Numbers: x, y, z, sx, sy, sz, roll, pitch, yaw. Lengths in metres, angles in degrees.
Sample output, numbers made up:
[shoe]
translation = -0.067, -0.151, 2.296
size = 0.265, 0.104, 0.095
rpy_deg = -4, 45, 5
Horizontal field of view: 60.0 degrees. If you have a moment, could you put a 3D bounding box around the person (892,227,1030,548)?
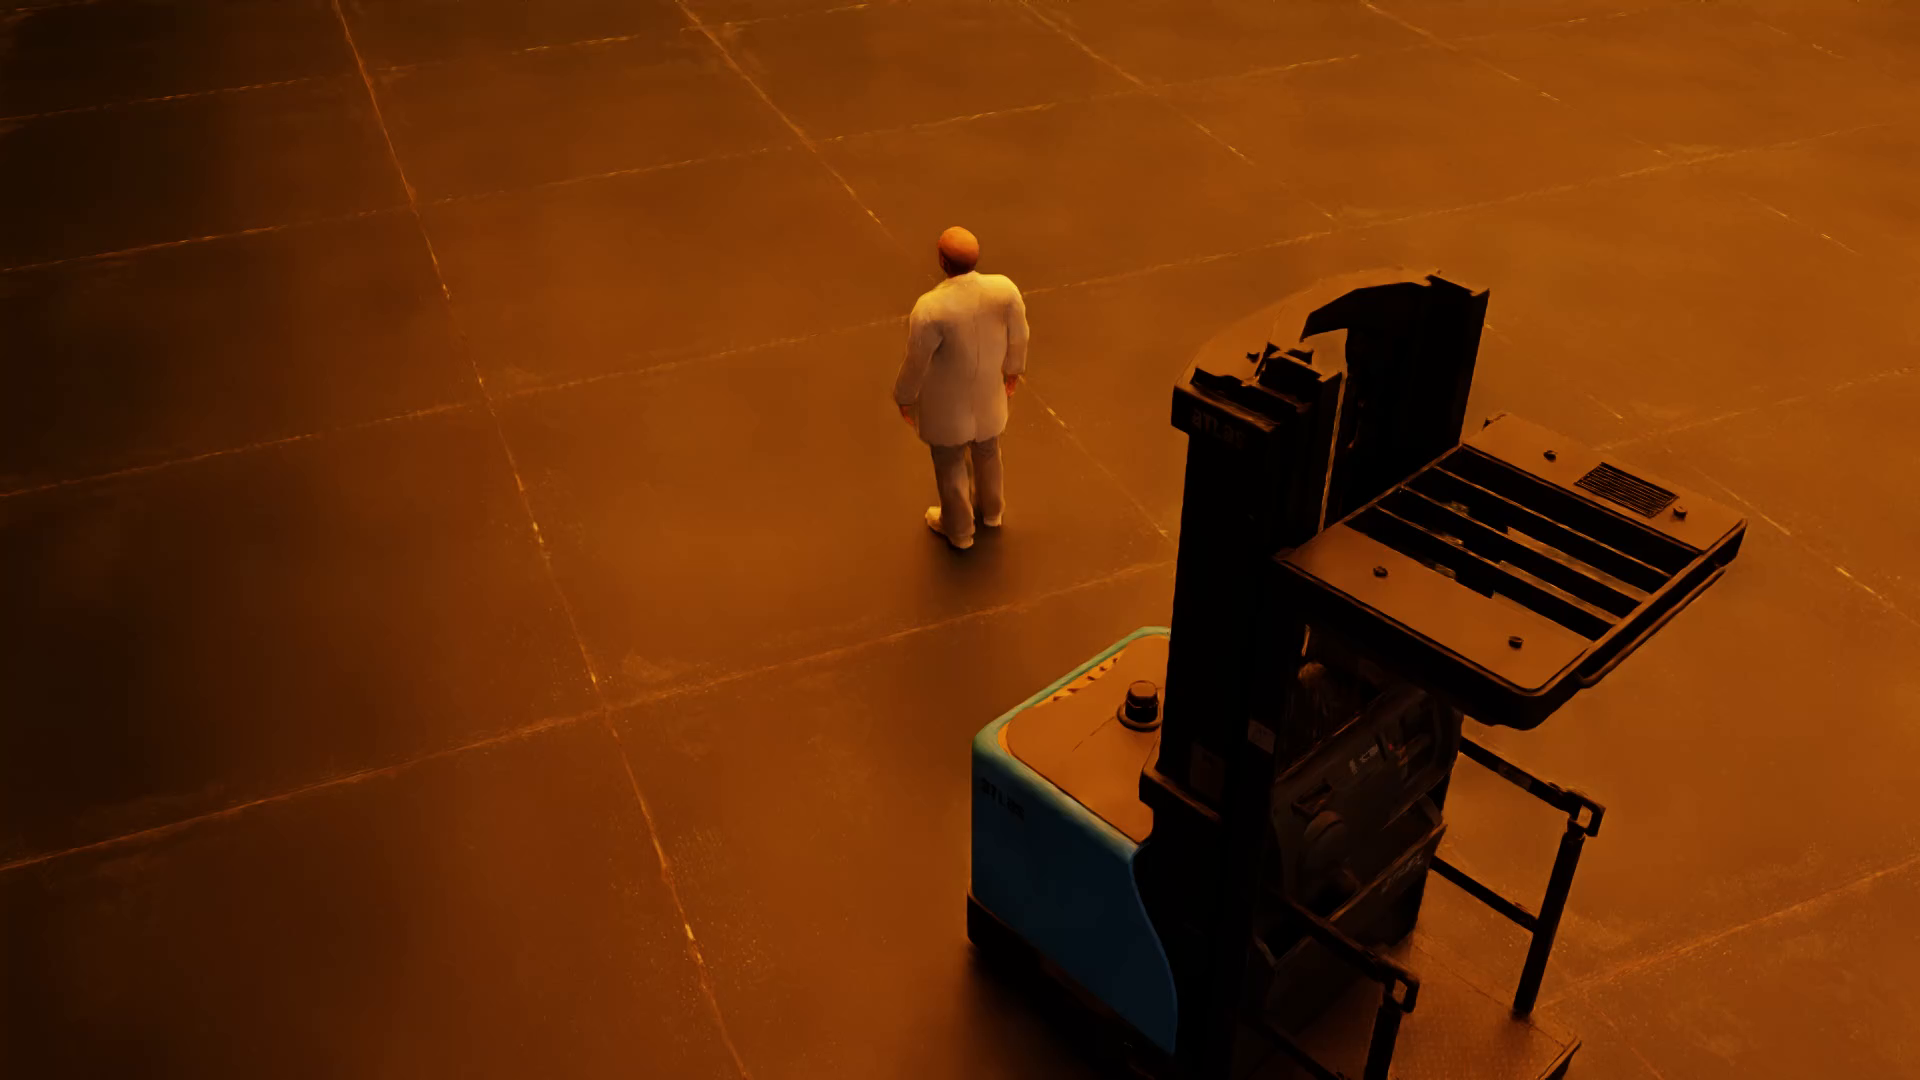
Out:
[person]
translation = -0.031, -0.780, 8.178
size = 0.694, 1.776, 0.579
rpy_deg = -14, 38, -19

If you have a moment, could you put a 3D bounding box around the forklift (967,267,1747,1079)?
[forklift]
translation = 1.399, 0.796, 4.979
size = 1.130, 2.935, 3.031
rpy_deg = -28, 44, -34
